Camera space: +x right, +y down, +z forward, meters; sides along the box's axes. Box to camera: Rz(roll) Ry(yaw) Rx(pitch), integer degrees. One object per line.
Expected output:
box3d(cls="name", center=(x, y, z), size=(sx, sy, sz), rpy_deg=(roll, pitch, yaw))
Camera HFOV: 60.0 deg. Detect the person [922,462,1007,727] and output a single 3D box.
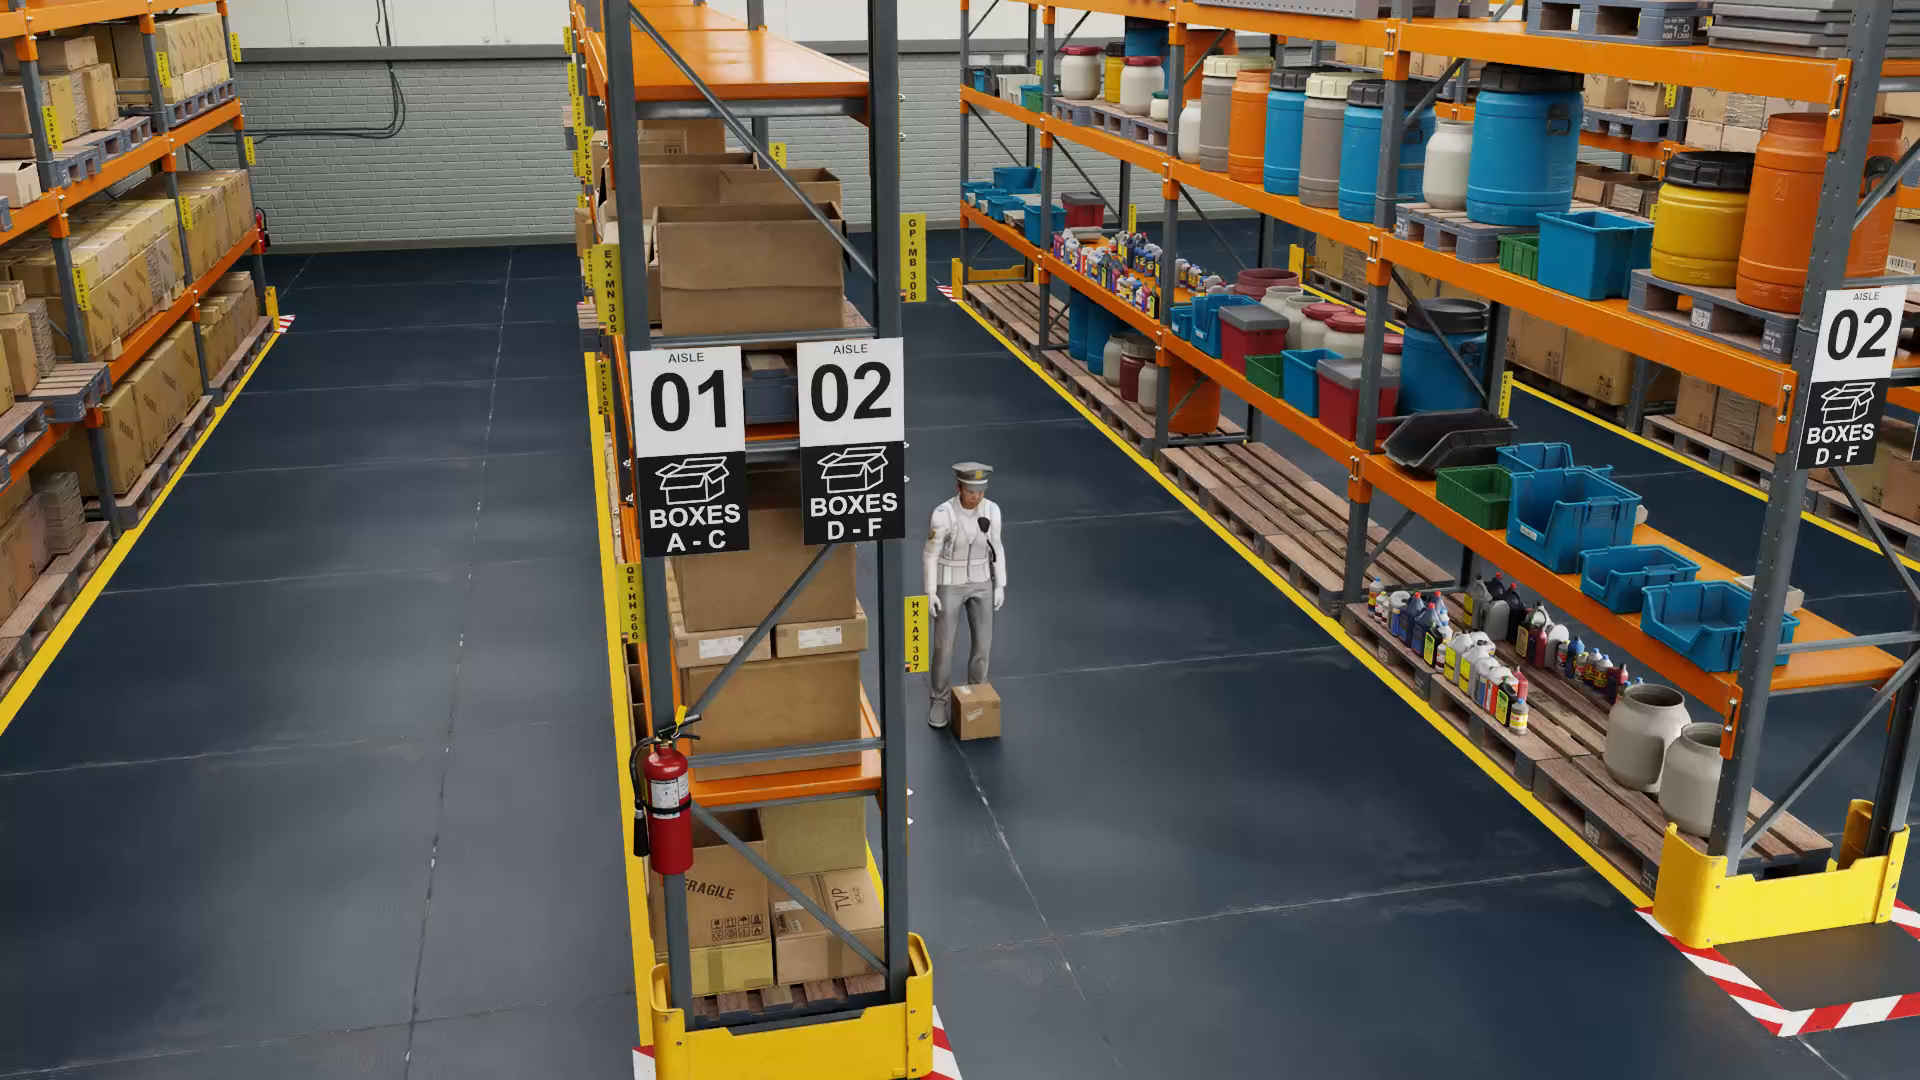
box3d(cls="person", center=(0.039, 0.318, 10.185), size=(0.532, 1.659, 0.414), rpy_deg=(-6, 20, -15))
